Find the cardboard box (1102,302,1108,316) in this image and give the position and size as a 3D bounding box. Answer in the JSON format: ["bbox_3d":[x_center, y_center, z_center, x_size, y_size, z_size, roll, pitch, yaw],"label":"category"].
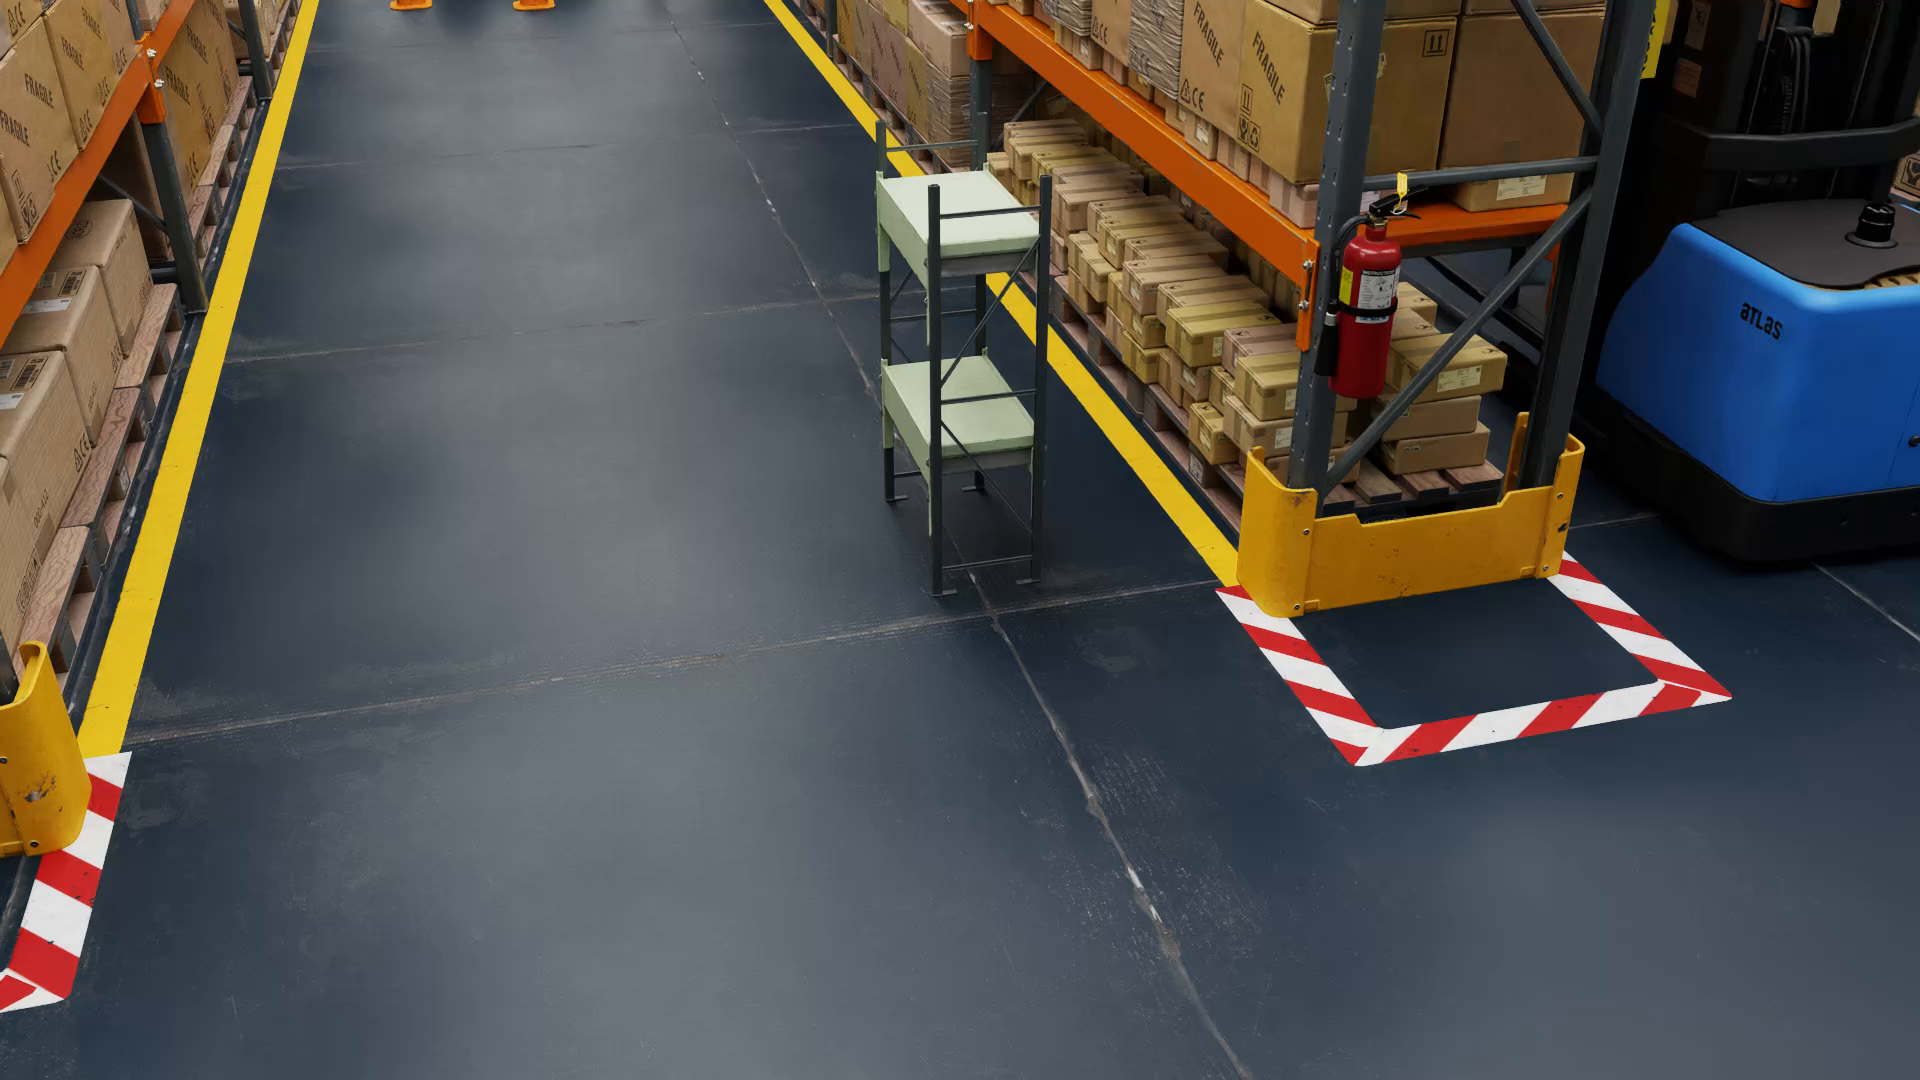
[{"bbox_3d":[0.865,-1.066,7.524,0.380,0.149,0.250,-7,31,-12],"label":"cardboard box"}]

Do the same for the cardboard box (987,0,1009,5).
[{"bbox_3d":[0.311,-2.786,8.319,0.380,0.149,0.250,-7,31,-11],"label":"cardboard box"}]

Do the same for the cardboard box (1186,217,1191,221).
[{"bbox_3d":[1.172,-1.531,8.030,0.380,0.149,0.250,-7,31,-12],"label":"cardboard box"}]

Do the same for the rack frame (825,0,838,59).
[{"bbox_3d":[-0.511,-5.007,11.906,1.000,3.000,0.127,-8,31,-13],"label":"rack frame"}]

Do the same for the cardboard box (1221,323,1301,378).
[{"bbox_3d":[1.217,-0.699,6.296,0.380,0.149,0.250,-7,31,-12],"label":"cardboard box"}]

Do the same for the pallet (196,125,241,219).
[{"bbox_3d":[-4.799,-2.114,9.691,1.003,0.211,1.213,-8,31,-13],"label":"pallet"}]

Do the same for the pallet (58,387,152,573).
[{"bbox_3d":[-3.741,-0.193,6.373,1.003,0.211,1.213,-8,31,-13],"label":"pallet"}]

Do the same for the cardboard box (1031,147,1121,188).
[{"bbox_3d":[0.573,-1.830,8.249,0.380,0.149,0.250,-8,31,-14],"label":"cardboard box"}]

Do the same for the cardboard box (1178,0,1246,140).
[{"bbox_3d":[1.114,-1.747,5.877,0.500,0.500,0.500,-8,31,-14],"label":"cardboard box"}]

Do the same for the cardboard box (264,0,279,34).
[{"bbox_3d":[-5.600,-3.974,12.325,0.950,0.372,0.625,-8,31,-14],"label":"cardboard box"}]

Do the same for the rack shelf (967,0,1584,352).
[{"bbox_3d":[1.082,-1.797,7.079,1.077,0.370,4.000,-8,31,-13],"label":"rack shelf"}]

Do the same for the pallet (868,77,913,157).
[{"bbox_3d":[0.016,-2.834,10.936,1.003,0.211,1.213,-8,31,-13],"label":"pallet"}]

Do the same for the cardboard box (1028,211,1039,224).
[{"bbox_3d":[0.525,-1.562,8.382,0.380,0.149,0.250,-8,31,-14],"label":"cardboard box"}]

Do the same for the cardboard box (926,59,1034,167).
[{"bbox_3d":[0.112,-2.499,9.648,0.500,0.500,0.500,-8,31,-14],"label":"cardboard box"}]

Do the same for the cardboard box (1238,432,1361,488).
[{"bbox_3d":[1.272,-0.317,6.230,0.380,0.149,0.250,-7,31,-12],"label":"cardboard box"}]

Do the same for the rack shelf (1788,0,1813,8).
[{"bbox_3d":[5.891,-2.408,8.134,1.077,0.370,4.000,-8,31,-13],"label":"rack shelf"}]

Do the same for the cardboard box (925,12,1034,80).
[{"bbox_3d":[0.110,-2.825,9.464,0.500,0.250,0.500,-9,31,-15],"label":"cardboard box"}]

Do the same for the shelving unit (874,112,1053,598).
[{"bbox_3d":[-0.002,-0.652,5.880,0.431,1.500,0.755,-8,31,-13],"label":"shelving unit"}]

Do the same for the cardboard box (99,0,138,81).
[{"bbox_3d":[-3.825,-2.221,6.993,0.500,0.500,0.500,-8,31,-13],"label":"cardboard box"}]

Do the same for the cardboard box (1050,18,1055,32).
[{"bbox_3d":[0.639,-2.417,7.682,0.380,0.149,0.250,-9,31,-15],"label":"cardboard box"}]

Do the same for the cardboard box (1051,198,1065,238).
[{"bbox_3d":[0.661,-1.580,8.115,0.380,0.149,0.250,-9,31,-16],"label":"cardboard box"}]

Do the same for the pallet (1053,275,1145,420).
[{"bbox_3d":[1.091,-0.958,7.694,1.003,0.211,1.213,-8,31,-13],"label":"pallet"}]

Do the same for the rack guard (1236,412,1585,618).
[{"bbox_3d":[1.593,-0.098,5.920,1.175,0.500,0.348,-8,31,-13],"label":"rack guard"}]

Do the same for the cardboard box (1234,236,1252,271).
[{"bbox_3d":[1.433,-1.279,7.299,0.380,0.149,0.250,-7,31,-13],"label":"cardboard box"}]

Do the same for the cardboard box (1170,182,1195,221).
[{"bbox_3d":[1.230,-1.651,7.941,0.380,0.149,0.250,-9,31,-16],"label":"cardboard box"}]

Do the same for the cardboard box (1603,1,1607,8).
[{"bbox_3d":[4.933,-3.685,11.325,1.225,0.875,0.875,-9,31,-15],"label":"cardboard box"}]

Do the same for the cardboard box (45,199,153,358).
[{"bbox_3d":[-4.131,-1.123,7.334,0.875,0.438,0.875,-8,31,-14],"label":"cardboard box"}]

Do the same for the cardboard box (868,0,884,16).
[{"bbox_3d":[-0.307,-3.580,10.769,0.500,0.250,0.500,-8,31,-13],"label":"cardboard box"}]

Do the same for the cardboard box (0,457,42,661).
[{"bbox_3d":[-3.404,0.186,5.073,0.875,0.438,0.875,-9,31,-15],"label":"cardboard box"}]

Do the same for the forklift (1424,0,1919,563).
[{"bbox_3d":[2.956,-1.911,6.626,1.130,2.935,3.031,-7,31,-12],"label":"forklift"}]

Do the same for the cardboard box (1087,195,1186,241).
[{"bbox_3d":[0.805,-1.452,7.598,0.380,0.149,0.250,-9,31,-15],"label":"cardboard box"}]

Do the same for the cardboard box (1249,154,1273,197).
[{"bbox_3d":[1.224,-1.279,5.716,0.380,0.149,0.250,-8,31,-13],"label":"cardboard box"}]

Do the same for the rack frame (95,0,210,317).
[{"bbox_3d":[-4.195,-2.368,7.346,1.000,3.000,0.127,-8,31,-13],"label":"rack frame"}]

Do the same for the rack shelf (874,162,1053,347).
[{"bbox_3d":[-0.002,-0.990,5.684,0.431,0.370,0.720,-8,31,-13],"label":"rack shelf"}]

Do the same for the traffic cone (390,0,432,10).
[{"bbox_3d":[-4.639,-4.721,13.944,0.336,0.463,0.334,-8,31,-13],"label":"traffic cone"}]

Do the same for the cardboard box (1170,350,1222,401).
[{"bbox_3d":[1.058,-0.687,6.573,0.380,0.149,0.250,-9,31,-15],"label":"cardboard box"}]

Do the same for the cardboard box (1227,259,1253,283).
[{"bbox_3d":[1.315,-1.132,7.341,0.380,0.149,0.250,-6,31,-11],"label":"cardboard box"}]

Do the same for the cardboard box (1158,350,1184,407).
[{"bbox_3d":[1.041,-0.685,6.865,0.380,0.149,0.250,-8,31,-13],"label":"cardboard box"}]

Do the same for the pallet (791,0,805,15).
[{"bbox_3d":[-0.967,-4.779,14.295,1.003,0.211,1.213,-8,31,-13],"label":"pallet"}]

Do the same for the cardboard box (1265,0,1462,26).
[{"bbox_3d":[1.252,-1.935,5.205,0.500,0.500,0.500,-8,31,-14],"label":"cardboard box"}]

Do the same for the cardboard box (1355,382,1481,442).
[{"bbox_3d":[1.721,-0.507,6.261,0.380,0.149,0.250,-7,31,-11],"label":"cardboard box"}]

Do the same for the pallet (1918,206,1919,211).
[{"bbox_3d":[5.814,-1.511,8.649,1.003,0.211,1.213,-8,31,-13],"label":"pallet"}]

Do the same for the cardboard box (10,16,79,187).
[{"bbox_3d":[-3.411,-1.477,5.708,0.500,0.500,0.500,-7,31,-12],"label":"cardboard box"}]

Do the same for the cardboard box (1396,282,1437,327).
[{"bbox_3d":[1.669,-0.902,6.647,0.380,0.149,0.250,-8,31,-13],"label":"cardboard box"}]

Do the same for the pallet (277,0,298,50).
[{"bbox_3d":[-5.782,-4.059,13.051,1.003,0.211,1.213,-8,31,-13],"label":"pallet"}]

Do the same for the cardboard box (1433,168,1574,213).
[{"bbox_3d":[1.843,-1.234,5.639,0.380,0.149,0.250,-8,31,-14],"label":"cardboard box"}]

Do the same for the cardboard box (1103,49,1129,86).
[{"bbox_3d":[0.823,-2.033,7.018,0.380,0.149,0.250,-7,31,-11],"label":"cardboard box"}]

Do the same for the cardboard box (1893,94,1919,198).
[{"bbox_3d":[5.697,-2.183,8.730,0.875,0.875,0.875,-8,31,-13],"label":"cardboard box"}]

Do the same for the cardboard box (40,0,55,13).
[{"bbox_3d":[-3.532,-2.162,5.893,0.500,0.500,0.500,-7,31,-13],"label":"cardboard box"}]

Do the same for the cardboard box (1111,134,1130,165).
[{"bbox_3d":[1.003,-2.025,8.587,0.380,0.149,0.250,-7,31,-13],"label":"cardboard box"}]

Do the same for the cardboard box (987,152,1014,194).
[{"bbox_3d":[0.339,-1.934,8.726,0.380,0.149,0.250,-6,31,-11],"label":"cardboard box"}]

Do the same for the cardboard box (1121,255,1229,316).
[{"bbox_3d":[0.893,-1.063,6.925,0.380,0.149,0.250,-7,31,-11],"label":"cardboard box"}]

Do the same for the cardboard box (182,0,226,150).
[{"bbox_3d":[-4.920,-2.786,9.770,0.875,0.875,0.875,-7,31,-13],"label":"cardboard box"}]

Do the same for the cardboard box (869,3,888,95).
[{"bbox_3d":[-0.291,-3.241,10.932,0.500,0.500,0.500,-9,31,-15],"label":"cardboard box"}]

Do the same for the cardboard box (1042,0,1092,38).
[{"bbox_3d":[0.677,-2.488,7.157,0.500,0.500,0.500,-9,31,-14],"label":"cardboard box"}]

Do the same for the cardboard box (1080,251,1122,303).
[{"bbox_3d":[0.758,-1.191,7.443,0.380,0.149,0.250,-8,31,-13],"label":"cardboard box"}]

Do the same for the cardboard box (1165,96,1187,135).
[{"bbox_3d":[1.011,-1.649,6.356,0.380,0.149,0.250,-9,31,-15],"label":"cardboard box"}]
